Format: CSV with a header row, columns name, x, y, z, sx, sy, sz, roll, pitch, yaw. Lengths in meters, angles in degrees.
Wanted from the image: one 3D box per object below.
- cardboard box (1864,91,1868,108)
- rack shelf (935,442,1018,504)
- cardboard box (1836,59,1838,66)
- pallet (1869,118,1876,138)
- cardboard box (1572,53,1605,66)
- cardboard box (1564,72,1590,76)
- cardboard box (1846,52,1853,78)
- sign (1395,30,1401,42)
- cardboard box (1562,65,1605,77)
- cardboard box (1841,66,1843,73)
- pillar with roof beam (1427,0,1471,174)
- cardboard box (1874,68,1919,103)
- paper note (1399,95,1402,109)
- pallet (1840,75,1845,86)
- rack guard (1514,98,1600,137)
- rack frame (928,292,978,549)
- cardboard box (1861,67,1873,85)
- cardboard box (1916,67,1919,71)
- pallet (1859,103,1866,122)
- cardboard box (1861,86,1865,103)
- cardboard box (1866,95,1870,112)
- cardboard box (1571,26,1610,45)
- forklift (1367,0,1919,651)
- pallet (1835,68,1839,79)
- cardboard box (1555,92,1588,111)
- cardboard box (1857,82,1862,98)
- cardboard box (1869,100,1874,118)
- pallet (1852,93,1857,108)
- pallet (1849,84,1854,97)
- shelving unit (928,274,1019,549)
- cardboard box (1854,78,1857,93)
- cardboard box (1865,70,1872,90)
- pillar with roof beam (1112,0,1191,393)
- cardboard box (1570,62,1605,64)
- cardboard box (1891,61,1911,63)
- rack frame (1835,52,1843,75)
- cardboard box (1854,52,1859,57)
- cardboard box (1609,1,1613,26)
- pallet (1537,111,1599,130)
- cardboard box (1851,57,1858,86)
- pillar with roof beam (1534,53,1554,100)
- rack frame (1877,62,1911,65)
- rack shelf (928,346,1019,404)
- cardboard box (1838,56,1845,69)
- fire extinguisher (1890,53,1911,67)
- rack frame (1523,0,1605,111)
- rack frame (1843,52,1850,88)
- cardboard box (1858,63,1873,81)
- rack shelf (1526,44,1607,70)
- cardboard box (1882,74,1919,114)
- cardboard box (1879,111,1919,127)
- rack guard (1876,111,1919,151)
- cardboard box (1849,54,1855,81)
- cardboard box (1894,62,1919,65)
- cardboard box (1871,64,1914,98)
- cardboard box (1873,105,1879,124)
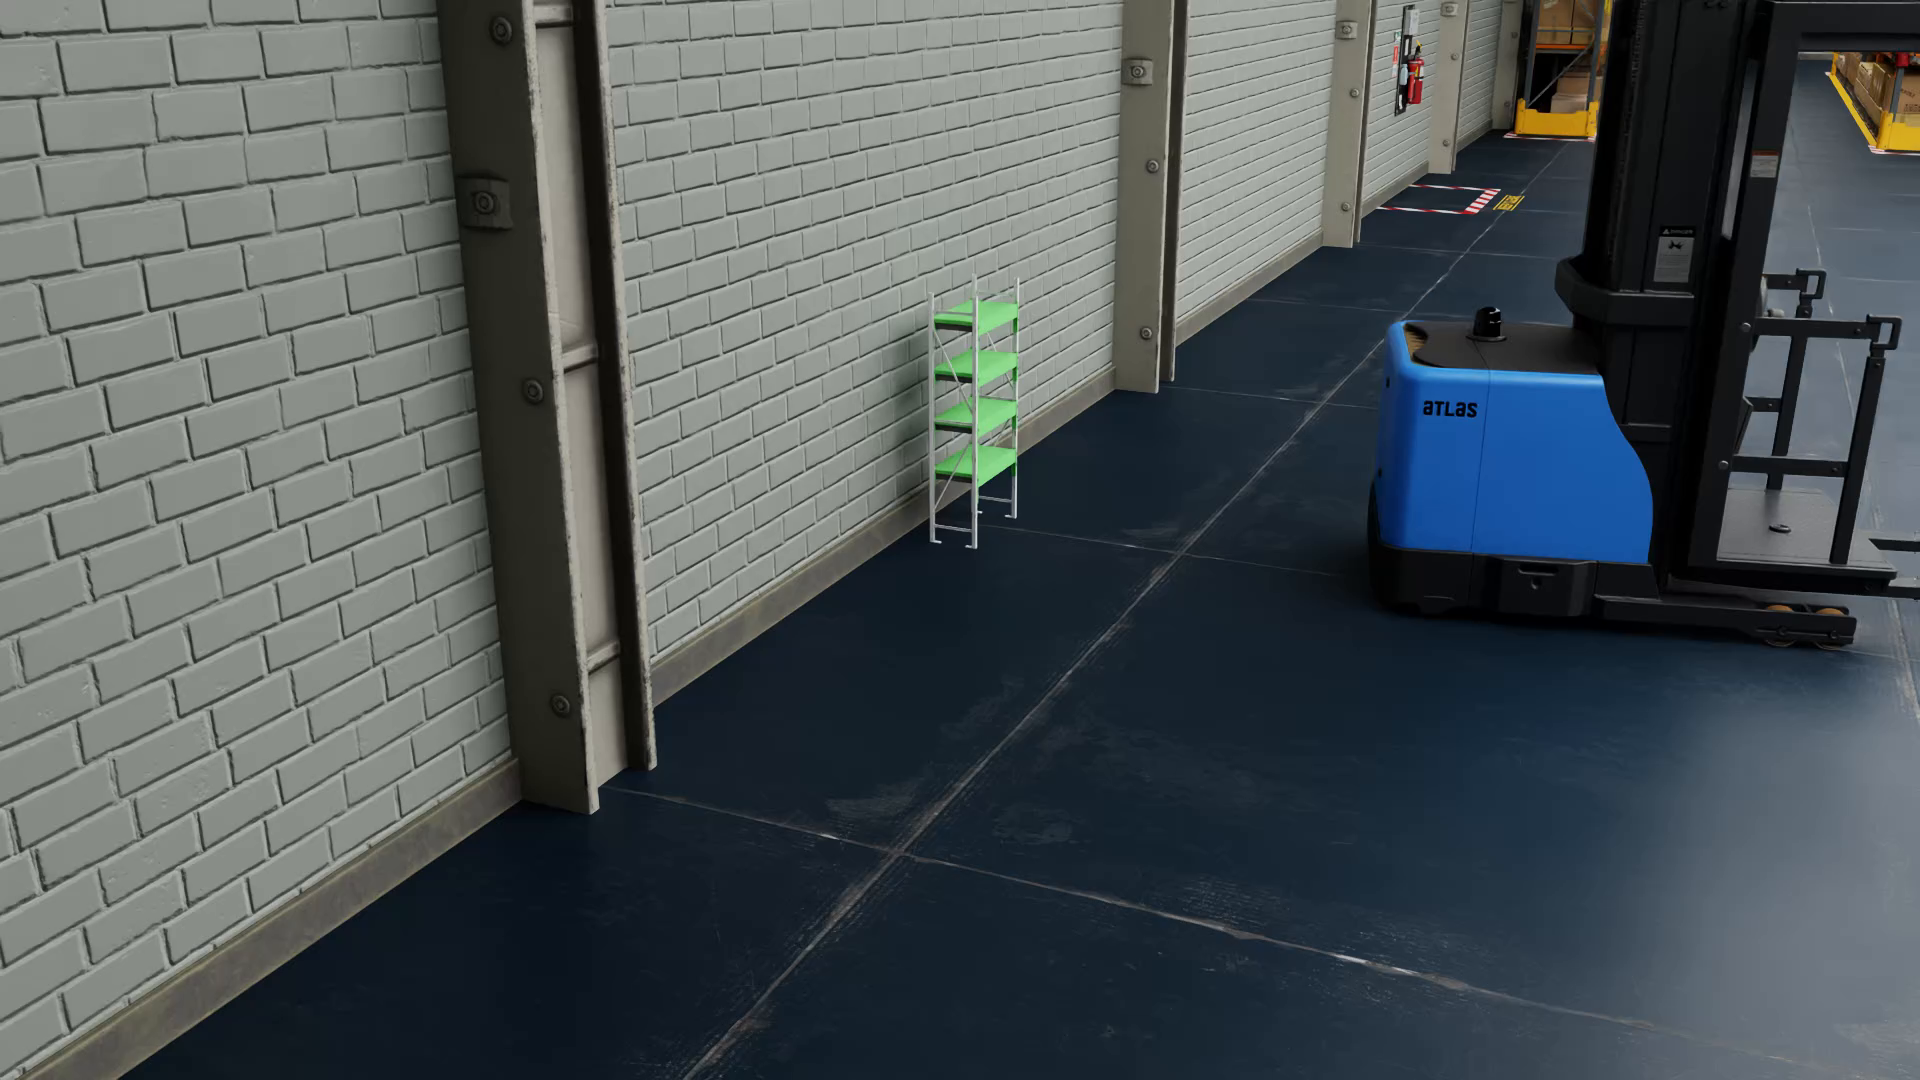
name,x,y,z,sx,sy,sz,roll,pitch,yaw
cardboard box,15.125,-7.212,27.249,0.500,0.250,0.500,8,21,22
rack shelf,0.068,-0.330,8.012,0.258,0.148,0.480,9,21,23
cardboard box,19.546,-10.527,36.664,0.380,0.166,0.250,9,21,23
pallet,14.358,-6.218,25.138,1.003,0.211,1.213,9,21,23
cardboard box,11.162,-8.567,29.537,0.500,0.250,0.500,8,21,22
cardboard box,10.310,-7.529,27.736,0.500,0.500,0.500,7,21,19
cardboard box,18.075,-9.504,33.290,0.500,0.500,0.500,8,21,20
sign,4.744,-5.459,17.999,0.001,0.109,0.331,9,21,23
cardboard box,10.985,-8.079,29.283,0.700,0.500,0.500,9,22,25
cardboard box,18.569,-9.789,34.616,0.380,0.149,0.250,9,21,23
pillar with roof beam,10.029,-8.334,17.972,9.100,9.000,0.400,9,21,23
cardboard box,14.132,-6.841,25.087,0.500,0.500,0.500,9,21,23
paper note,4.919,-4.888,18.551,0.016,0.148,0.142,9,21,23
pallet,18.778,-9.485,34.324,1.003,0.211,1.213,9,21,23
rack guard,9.092,-6.445,25.344,1.175,0.500,0.348,9,21,23
rack frame,-0.032,-0.541,7.700,0.240,1.200,0.015,9,21,23
cardboard box,15.747,-7.938,28.454,0.500,0.311,0.500,8,21,22
cardboard box,14.813,-6.923,25.316,0.500,0.500,0.500,9,21,23
pallet,15.486,-7.060,27.506,1.003,0.211,1.213,9,21,23
cardboard box,15.543,-7.523,28.123,0.500,0.250,0.500,9,21,24
cardboard box,14.753,-6.946,26.499,0.500,0.250,0.500,9,21,23
cardboard box,9.550,-7.644,25.179,0.500,0.250,0.500,8,21,21
forklift,3.338,-1.129,6.769,3.031,2.935,1.130,4,20,11
pallet,19.777,-10.231,36.422,1.003,0.211,1.213,9,21,23
cardboard box,9.660,-6.913,26.287,0.500,0.311,0.500,11,22,27
cardboard box,15.963,-7.835,29.001,0.500,0.250,0.500,8,21,21
cardboard box,14.334,-6.641,25.644,0.500,0.250,0.500,9,21,23
pallet,16.485,-7.806,29.603,1.003,0.211,1.213,9,21,23
pallet,17.699,-8.647,31.968,1.003,0.211,1.213,9,21,23
shelving unit,0.068,-0.616,7.910,0.258,1.200,0.503,9,21,23
cardboard box,16.375,-8.149,29.882,0.500,0.250,0.500,8,21,23
cardboard box,15.331,-7.633,27.595,0.500,0.311,0.500,9,22,24
pillar with roof beam,5.115,-4.665,7.657,9.100,9.000,0.400,9,21,23
cardboard box,11.397,-8.394,30.169,0.700,0.500,0.500,9,21,23
cardboard box,17.305,-8.496,30.455,0.500,0.500,0.500,10,22,25
rack frame,20.134,-11.812,36.705,1.000,3.000,0.127,9,21,23
cardboard box,17.461,-9.398,31.874,0.500,0.250,0.500,8,21,22
cardboard box,9.742,-8.146,25.472,0.500,0.500,0.500,9,21,23
pallet,9.457,-6.552,26.077,1.003,0.211,1.213,9,21,23
cardboard box,17.239,-8.872,31.513,0.500,0.500,0.500,8,21,21
pillar with roof beam,14.943,-12.002,28.287,9.100,9.000,0.400,9,21,23
rack frame,15.220,-8.143,26.390,1.000,3.000,0.127,9,21,23
rack shelf,0.068,-0.782,7.851,0.258,0.148,0.480,9,21,23
cardboard box,19.243,-10.291,35.875,0.500,0.250,0.500,9,21,23
fire extinguisher,13.110,-6.912,23.043,0.296,0.674,0.183,9,21,23
rack frame,9.061,-7.599,24.860,1.000,3.000,0.127,9,21,23
rack frame,18.496,-10.589,33.267,1.000,3.000,0.127,9,21,23
cardboard box,16.168,-8.251,29.333,0.500,0.311,0.500,8,21,21
rack shelf,9.880,-7.872,26.700,1.077,0.370,4.000,9,21,23
cardboard box,13.530,-6.381,23.793,0.500,0.500,0.500,9,21,23
cardboard box,13.532,-6.027,23.917,0.500,0.250,0.500,9,21,23
rack guard,13.572,-5.736,23.350,1.175,0.500,0.348,9,21,23
cardboard box,17.655,-9.188,32.401,0.500,0.500,0.500,9,21,23
cardboard box,16.868,-8.339,29.580,0.500,0.311,0.500,9,22,24
cardboard box,14.547,-7.146,25.945,0.500,0.500,0.500,9,21,23
cardboard box,13.929,-6.335,24.782,0.500,0.250,0.500,9,21,23
